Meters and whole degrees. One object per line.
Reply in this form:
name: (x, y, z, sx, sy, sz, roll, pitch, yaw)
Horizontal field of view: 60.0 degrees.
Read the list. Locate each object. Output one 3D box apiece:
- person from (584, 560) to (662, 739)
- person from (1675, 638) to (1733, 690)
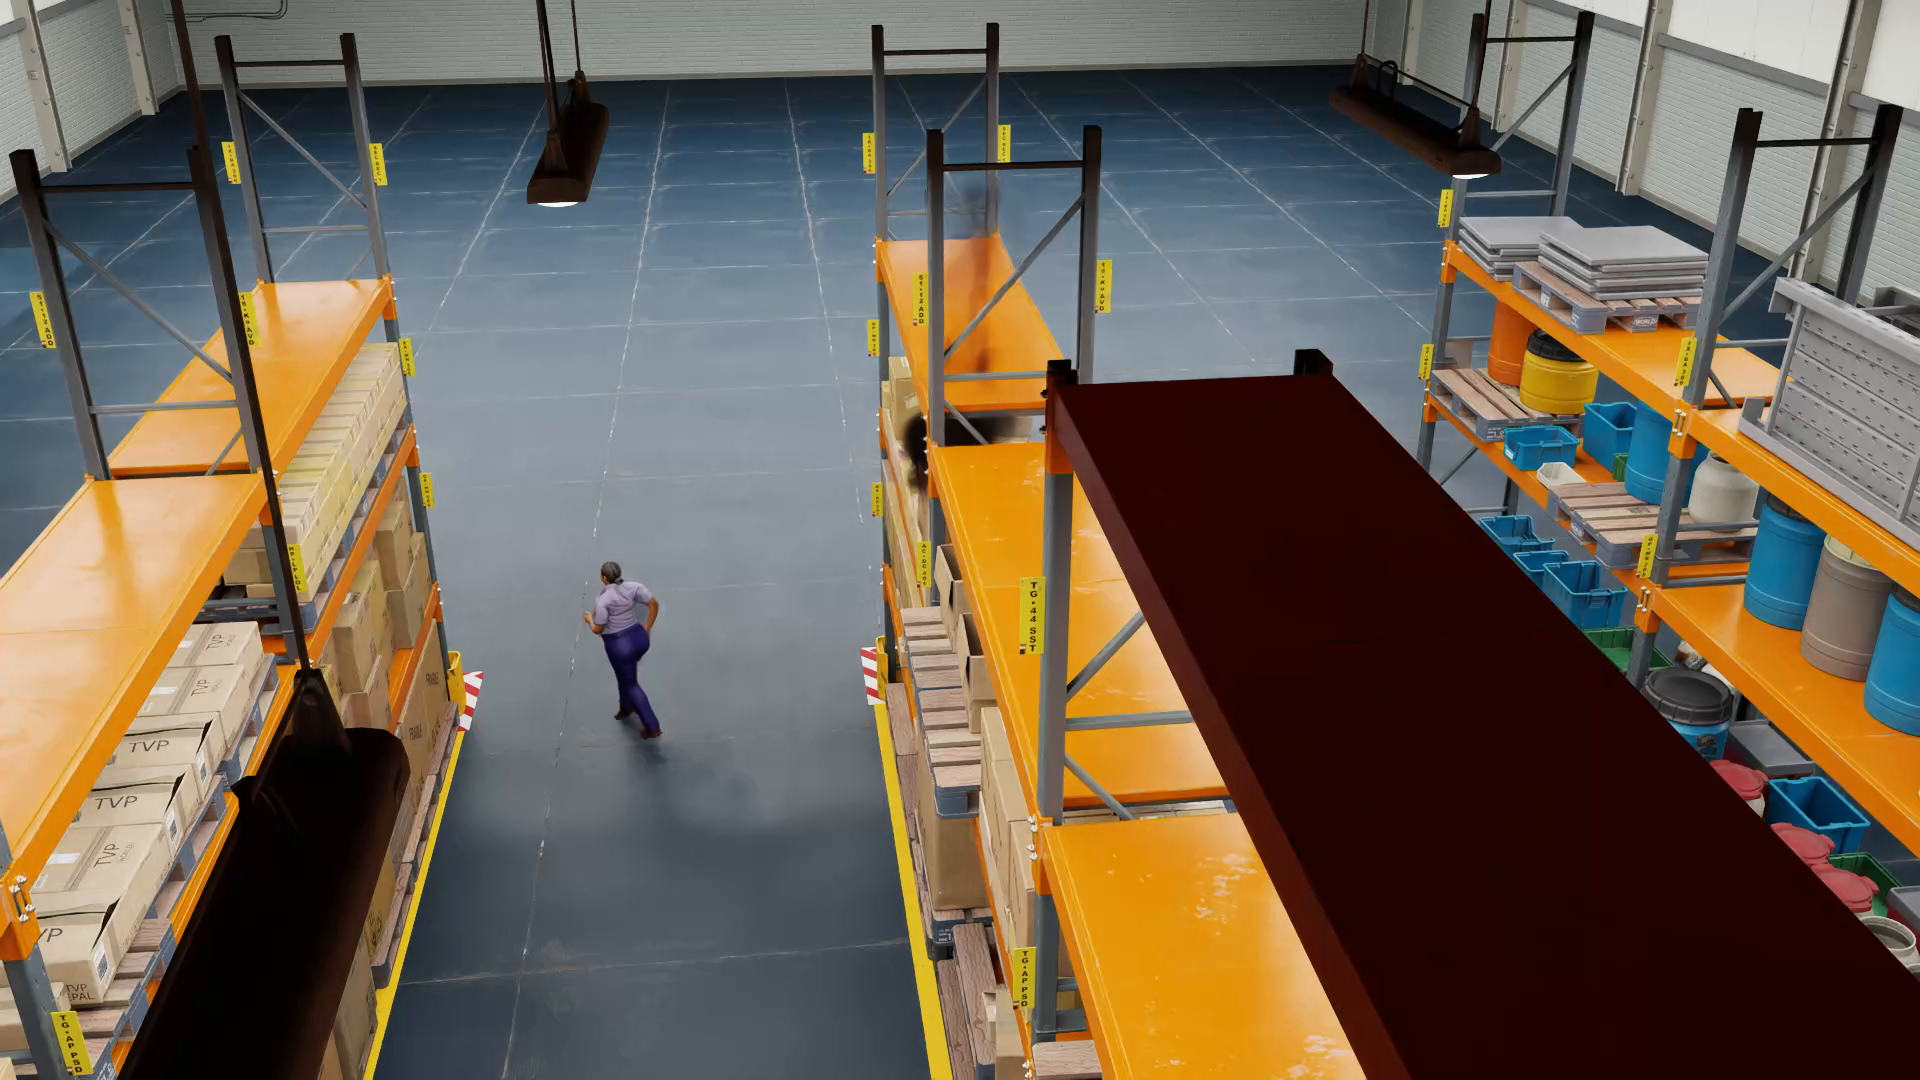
person: (-2.937, 0.980, 14.605, 0.840, 1.707, 0.539, 17, 30, 31)
person: (6.380, 1.187, 14.198, 0.642, 1.627, 0.655, -5, 26, -10)
